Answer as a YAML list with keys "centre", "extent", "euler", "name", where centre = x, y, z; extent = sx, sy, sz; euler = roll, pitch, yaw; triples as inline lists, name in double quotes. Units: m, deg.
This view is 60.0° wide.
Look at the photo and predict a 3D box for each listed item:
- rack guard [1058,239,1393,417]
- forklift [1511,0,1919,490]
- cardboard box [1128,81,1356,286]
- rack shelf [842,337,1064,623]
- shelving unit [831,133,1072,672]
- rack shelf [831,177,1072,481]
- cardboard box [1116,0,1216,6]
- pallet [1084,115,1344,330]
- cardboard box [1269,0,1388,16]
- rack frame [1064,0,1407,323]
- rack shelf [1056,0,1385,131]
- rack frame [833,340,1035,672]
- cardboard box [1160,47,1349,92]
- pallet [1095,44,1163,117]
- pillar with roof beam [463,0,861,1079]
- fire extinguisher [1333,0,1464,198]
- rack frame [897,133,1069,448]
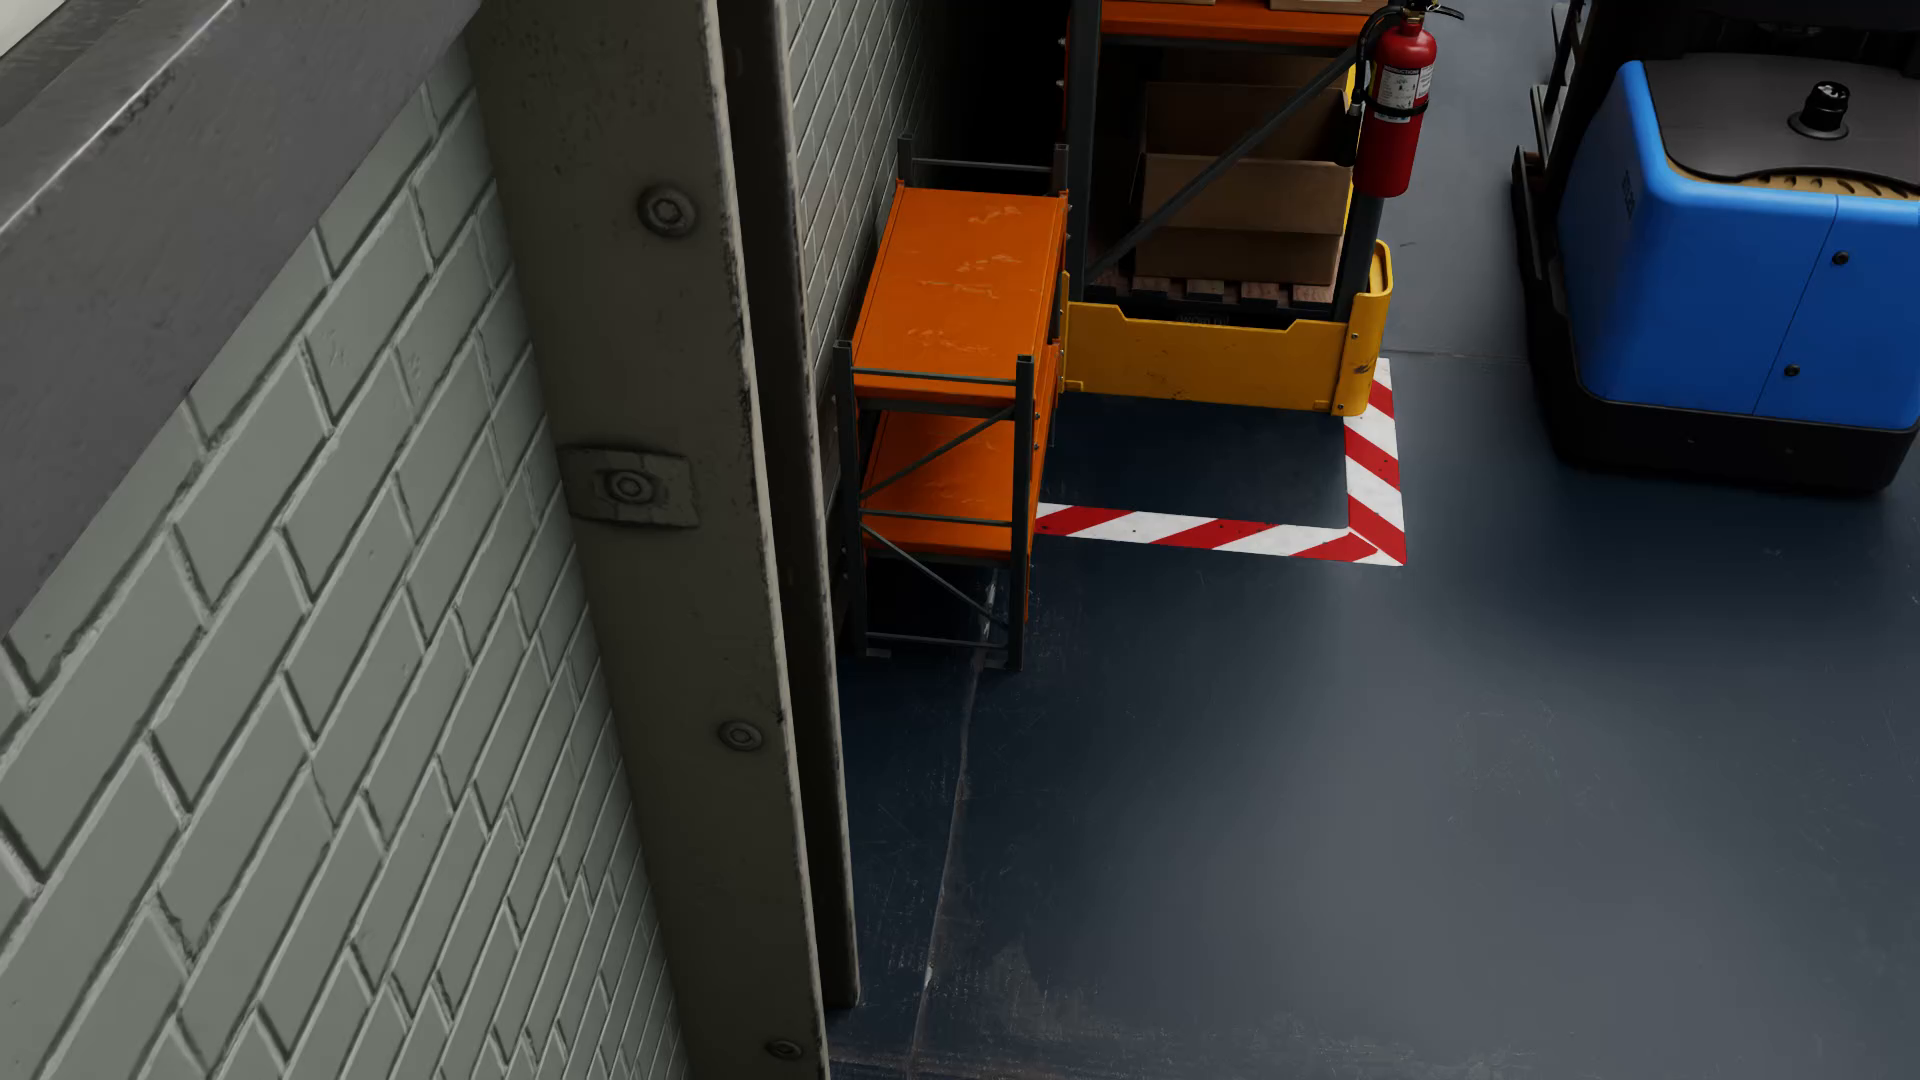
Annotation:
- centre: [0.837, -0.768, 5.698]
  extent: [1.175, 0.500, 0.348]
  euler: [5, 44, 6]
  name: "rack guard"
- centre: [2.742, -2.246, 5.490]
  extent: [1.130, 2.935, 3.031]
  euler: [7, 44, 7]
  name: "forklift"
- centre: [1.002, -1.279, 5.929]
  extent: [0.797, 0.503, 0.637]
  euler: [4, 44, 4]
  name: "cardboard box"
- centre: [0.001, -0.227, 5.027]
  extent: [0.538, 0.278, 1.000]
  euler: [5, 44, 5]
  name: "rack shelf"
- centre: [0.000, -0.404, 4.859]
  extent: [0.538, 1.125, 1.048]
  euler: [5, 44, 5]
  name: "shelving unit"
- centre: [0.000, -0.617, 4.657]
  extent: [0.538, 0.278, 1.000]
  euler: [5, 44, 5]
  name: "rack shelf"
- centre: [0.605, -1.783, 5.135]
  extent: [0.380, 0.149, 0.250]
  euler: [5, 44, 5]
  name: "cardboard box"
- centre: [0.942, -1.207, 6.371]
  extent: [1.003, 0.211, 1.213]
  euler: [5, 44, 6]
  name: "pallet"
- centre: [1.143, -1.732, 5.080]
  extent: [0.380, 0.149, 0.250]
  euler: [5, 44, 5]
  name: "cardboard box"
- centre: [0.827, -1.624, 4.784]
  extent: [1.000, 3.000, 0.127]
  euler: [5, 44, 6]
  name: "rack frame"
- centre: [1.092, -2.726, 6.471]
  extent: [1.077, 0.370, 4.000]
  euler: [5, 44, 6]
  name: "rack shelf"
- centre: [-0.066, -0.058, 4.493]
  extent: [0.500, 1.125, 0.032]
  euler: [5, 44, 5]
  name: "rack frame"
- centre: [1.154, -1.856, 6.542]
  extent: [0.700, 0.500, 0.500]
  euler: [7, 44, 7]
  name: "cardboard box"
- centre: [1.106, -2.036, 7.247]
  extent: [1.003, 0.211, 1.213]
  euler: [5, 44, 6]
  name: "pallet"
- centre: [3.845, -1.656, 0.454]
  extent: [9.100, 9.000, 0.400]
  euler: [5, 44, 6]
  name: "pillar with roof beam"
- centre: [1.266, -1.319, 4.788]
  extent: [0.296, 0.674, 0.183]
  euler: [5, 44, 6]
  name: "fire extinguisher"
- centre: [0.067, -0.751, 5.225]
  extent: [0.500, 1.125, 0.032]
  euler: [5, 44, 5]
  name: "rack frame"
